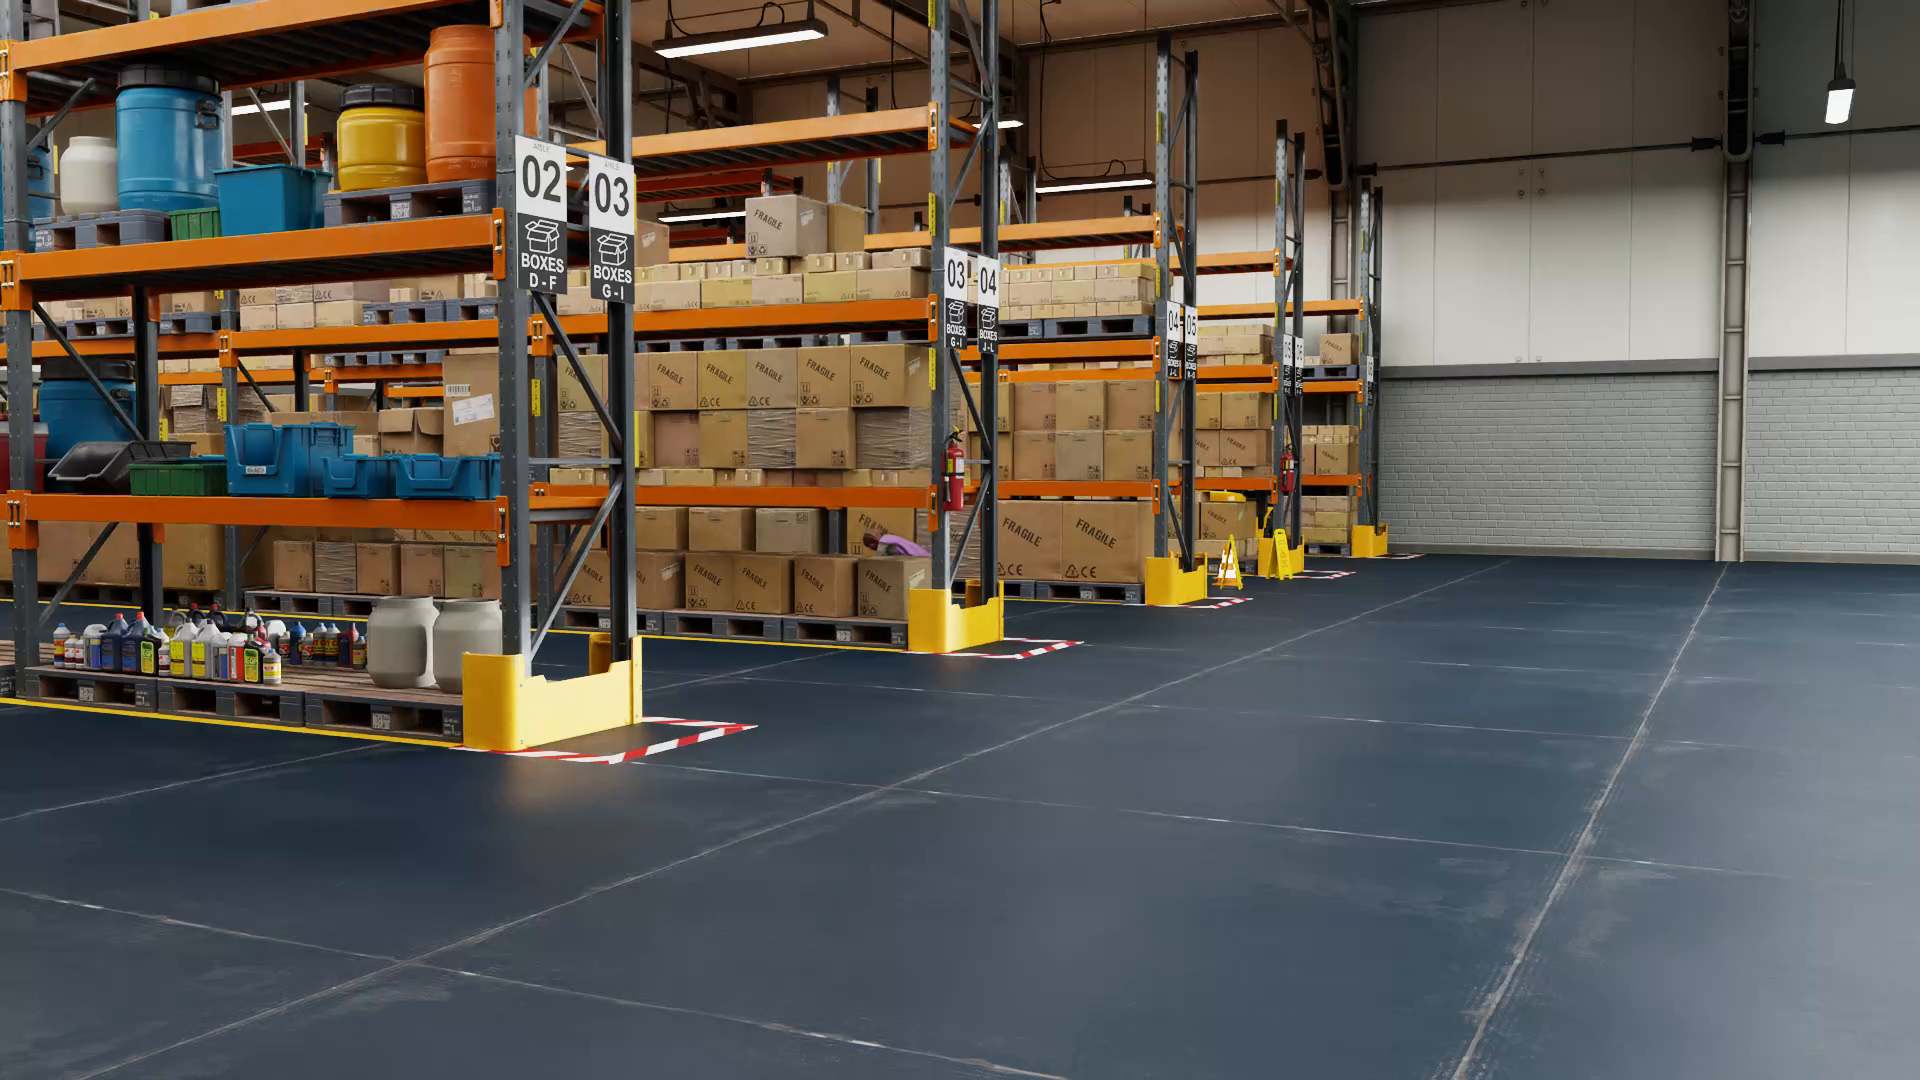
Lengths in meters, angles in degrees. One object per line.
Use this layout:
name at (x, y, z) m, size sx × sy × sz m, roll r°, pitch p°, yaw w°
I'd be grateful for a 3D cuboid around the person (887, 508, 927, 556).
person at (-0.553, -0.125, 17.755) m, size 0.383 × 1.602 × 0.444 m, roll 1°, pitch 3°, yaw 25°
